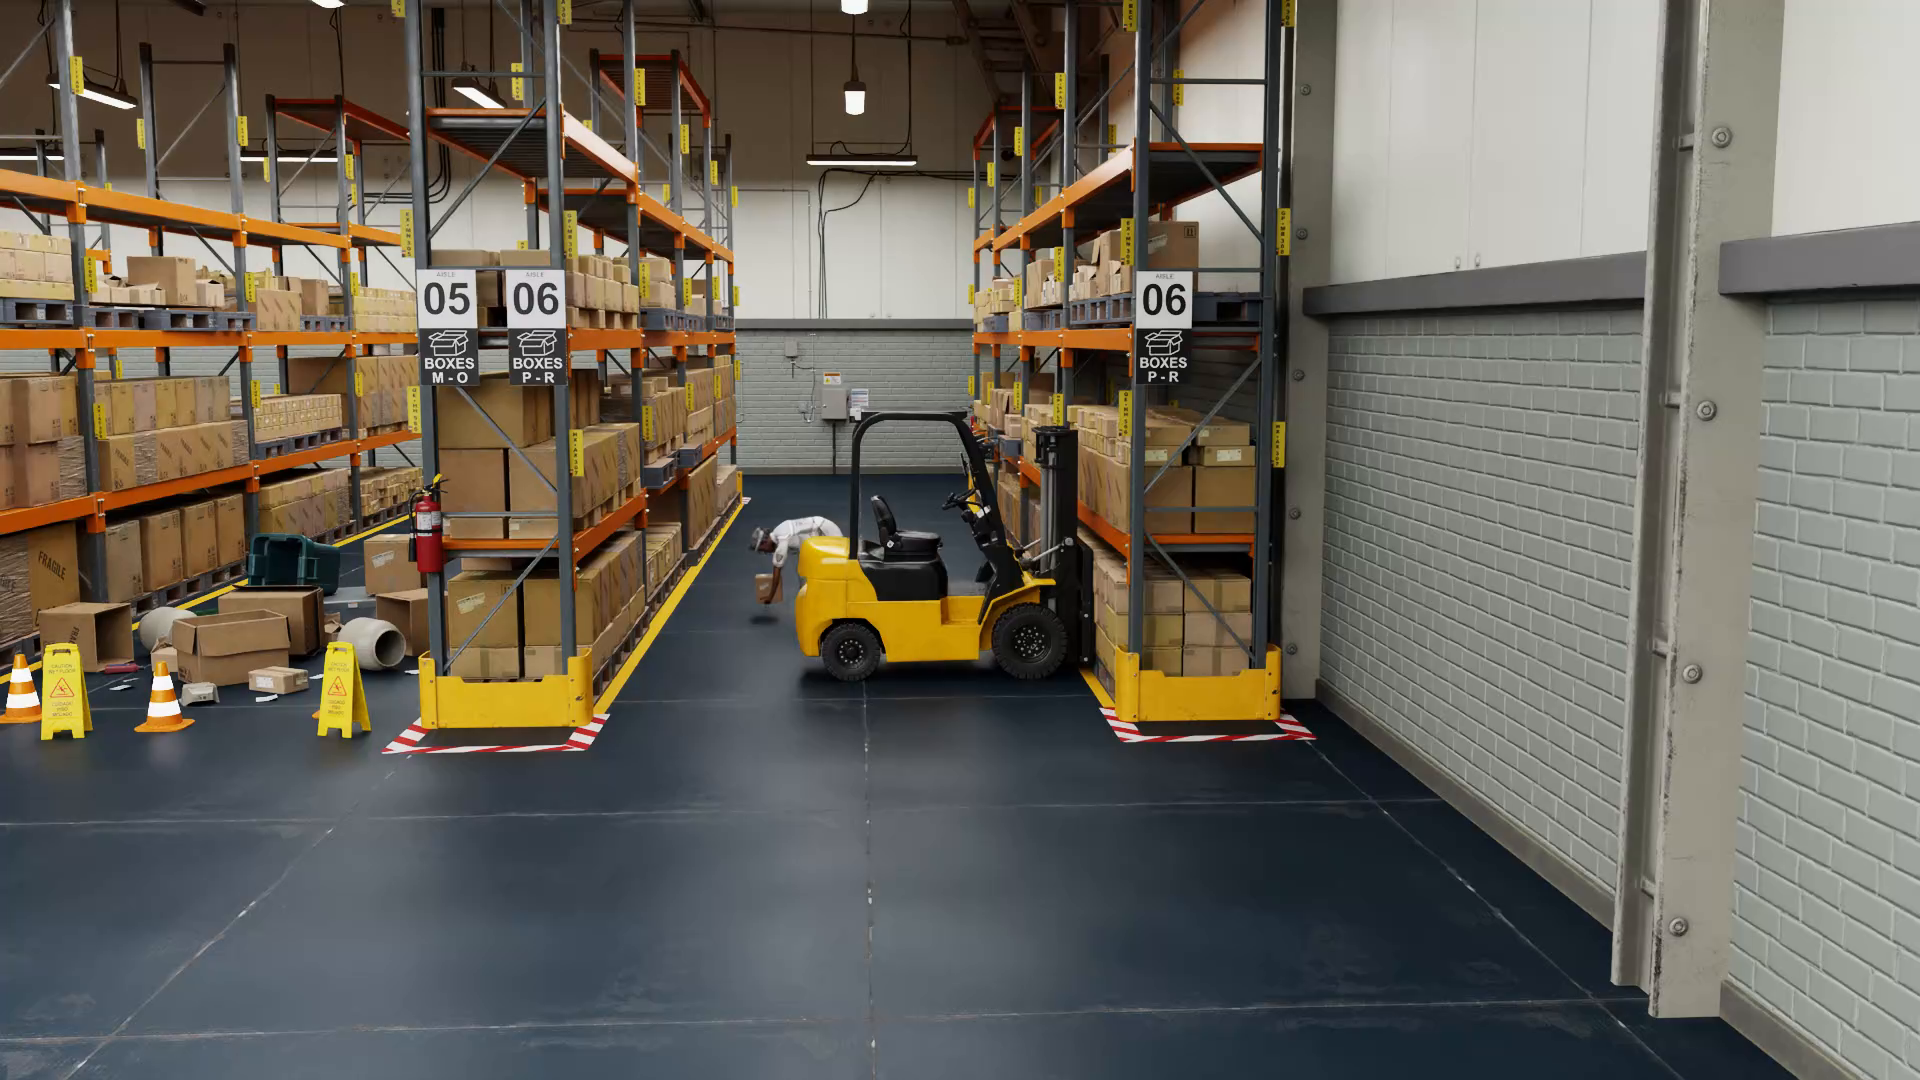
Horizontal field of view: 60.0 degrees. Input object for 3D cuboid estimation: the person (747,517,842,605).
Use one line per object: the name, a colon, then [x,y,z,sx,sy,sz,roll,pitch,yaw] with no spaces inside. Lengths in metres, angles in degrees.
person: [-1.619,0.271,16.331,0.927,0.987,0.449,-1,7,-6]
